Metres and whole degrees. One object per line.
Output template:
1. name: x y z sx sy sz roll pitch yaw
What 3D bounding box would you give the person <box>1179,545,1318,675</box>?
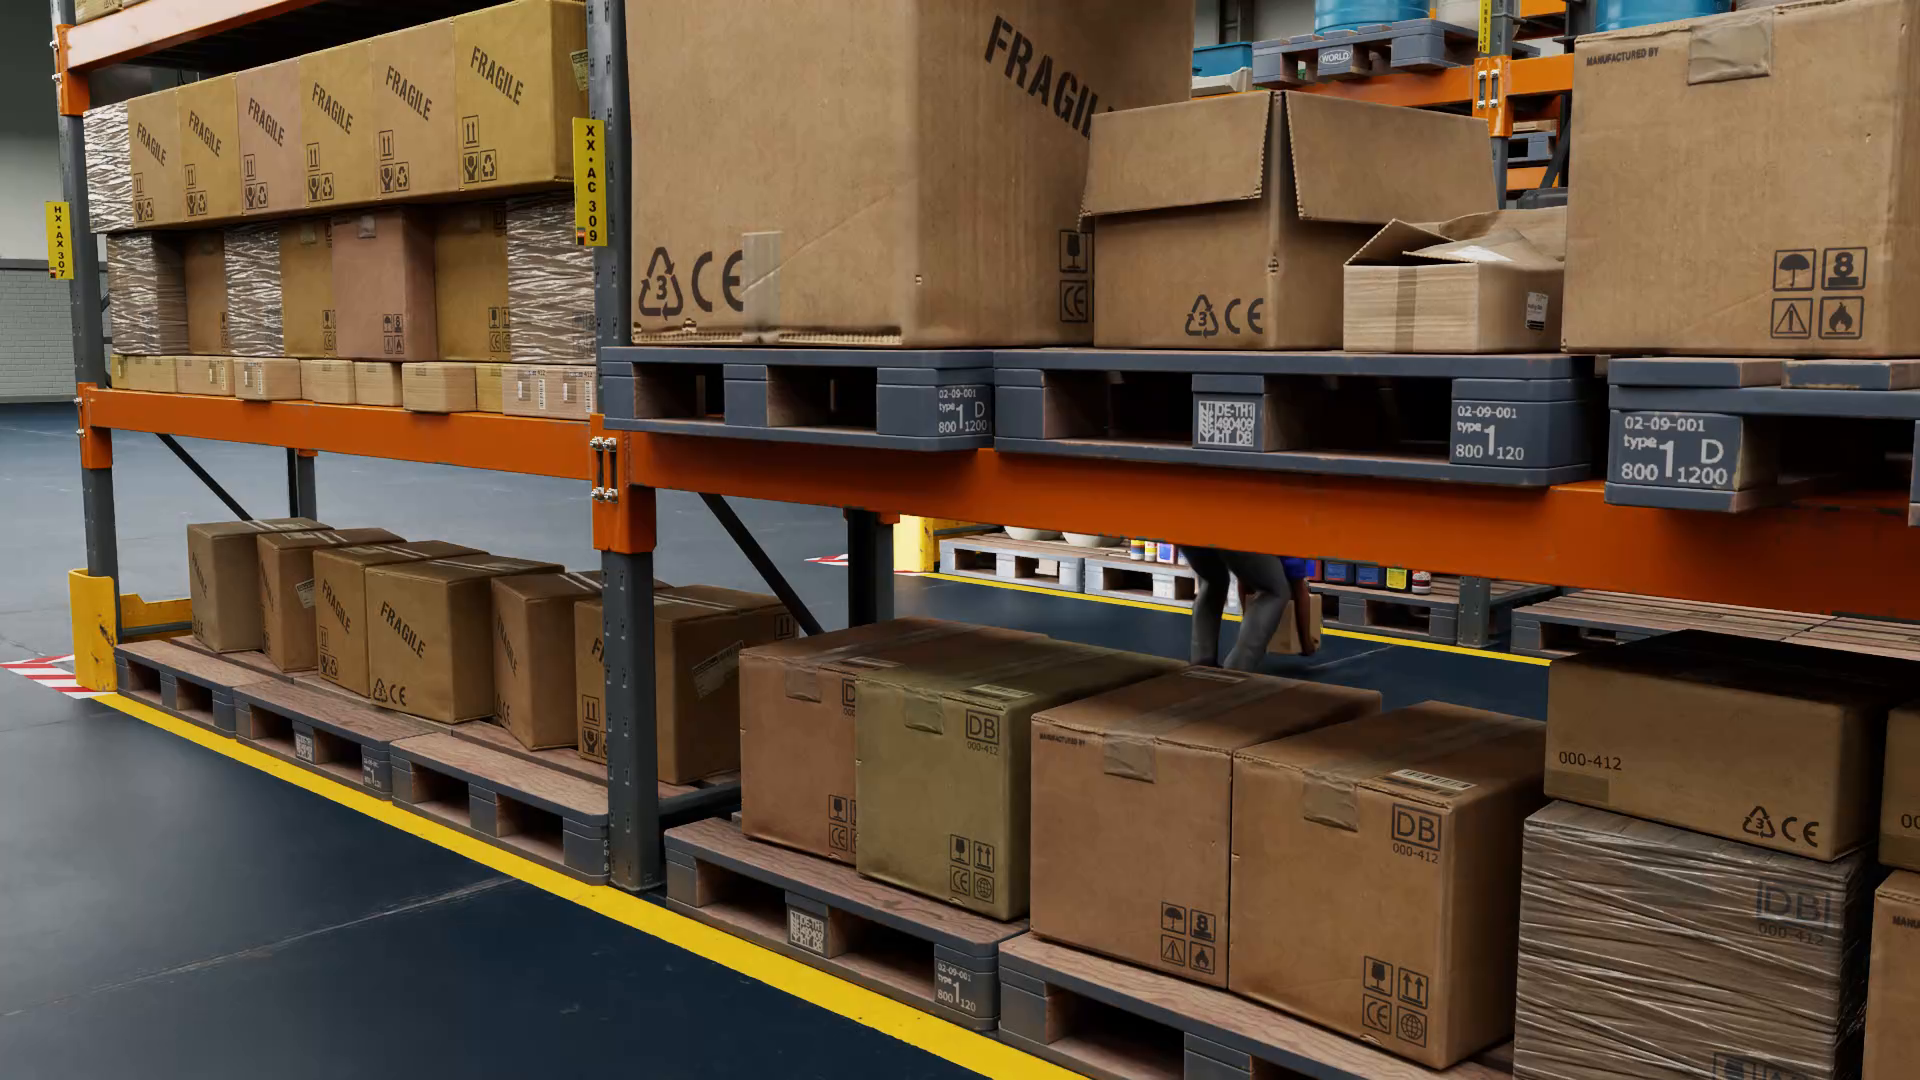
1. person: 1.283 0.176 7.374 0.443 0.916 0.871 6 9 41
